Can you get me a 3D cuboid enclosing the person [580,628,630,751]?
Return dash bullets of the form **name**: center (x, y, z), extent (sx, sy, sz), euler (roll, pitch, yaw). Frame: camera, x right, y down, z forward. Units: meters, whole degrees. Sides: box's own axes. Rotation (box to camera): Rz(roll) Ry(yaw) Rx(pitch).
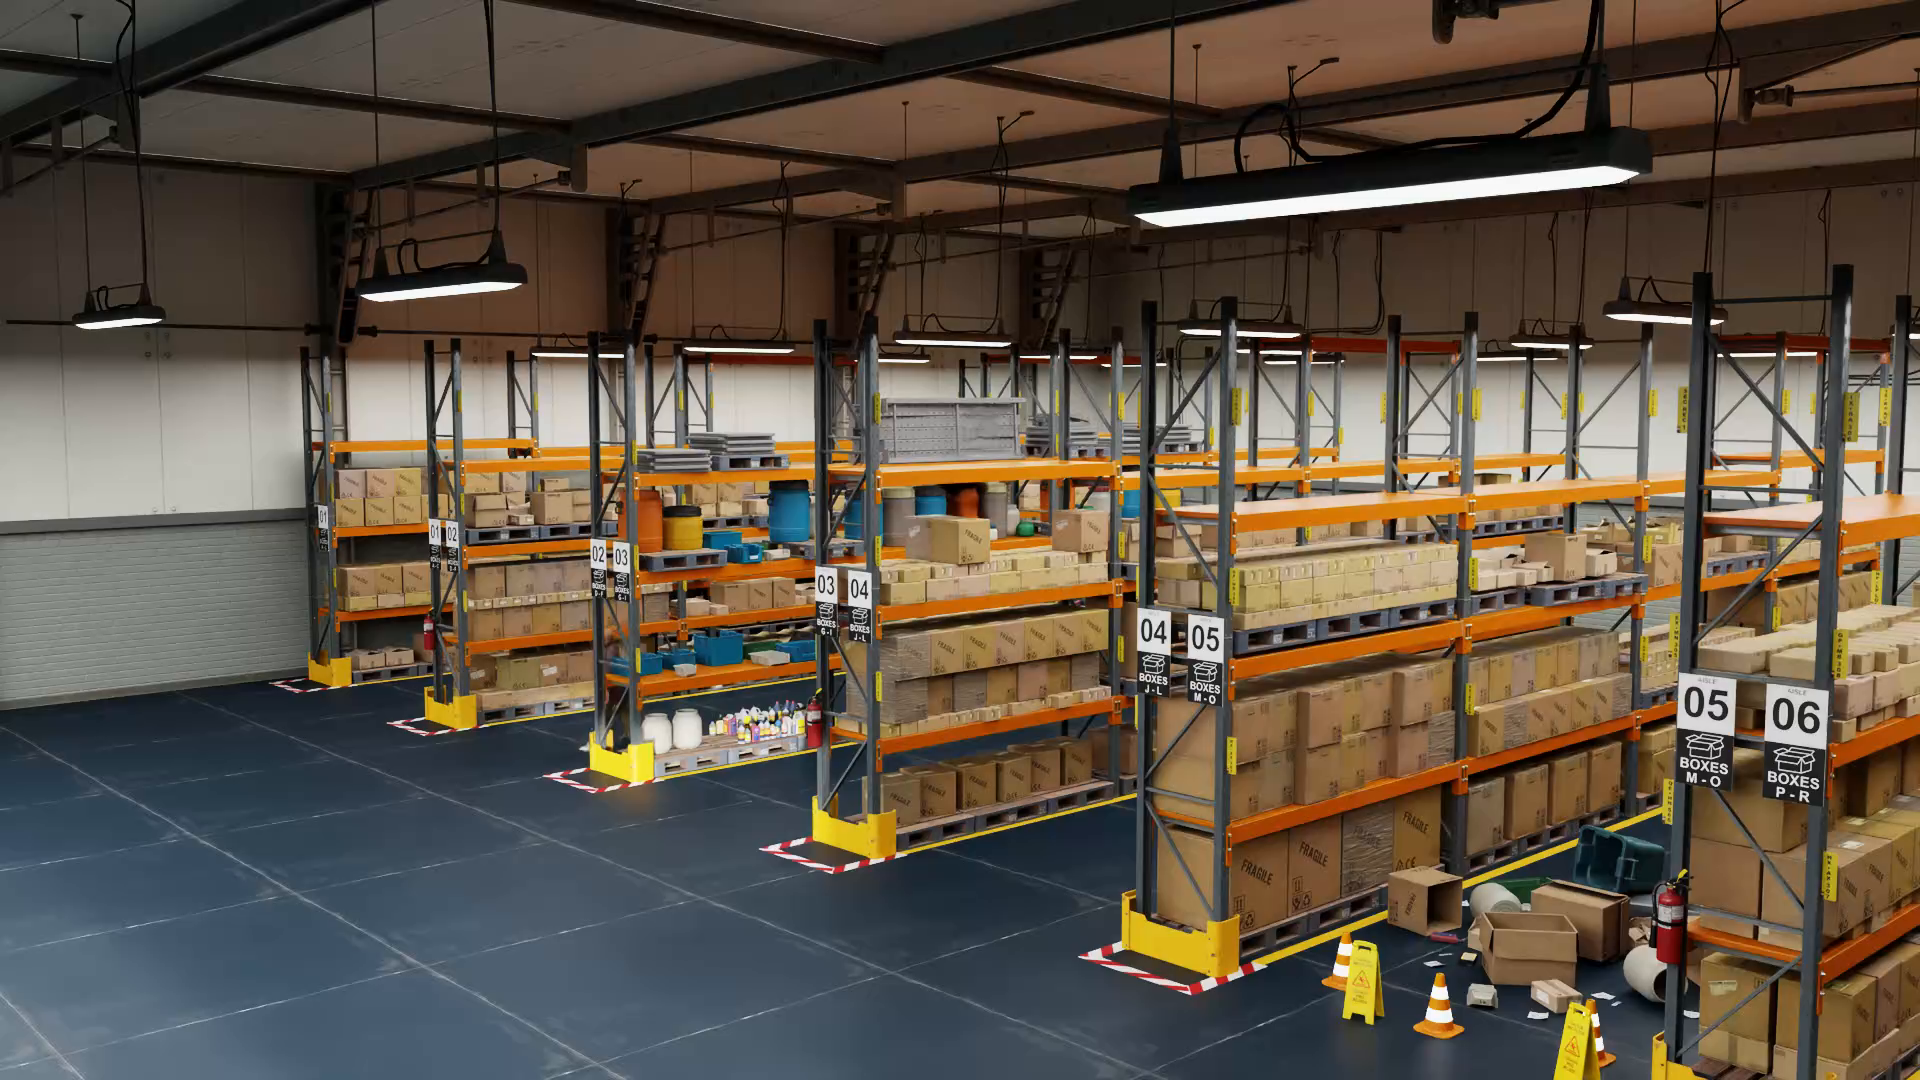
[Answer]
- **person**: center (-5.132, 2.150, 24.319), extent (0.830, 1.773, 0.799), euler (-1, 5, -7)
